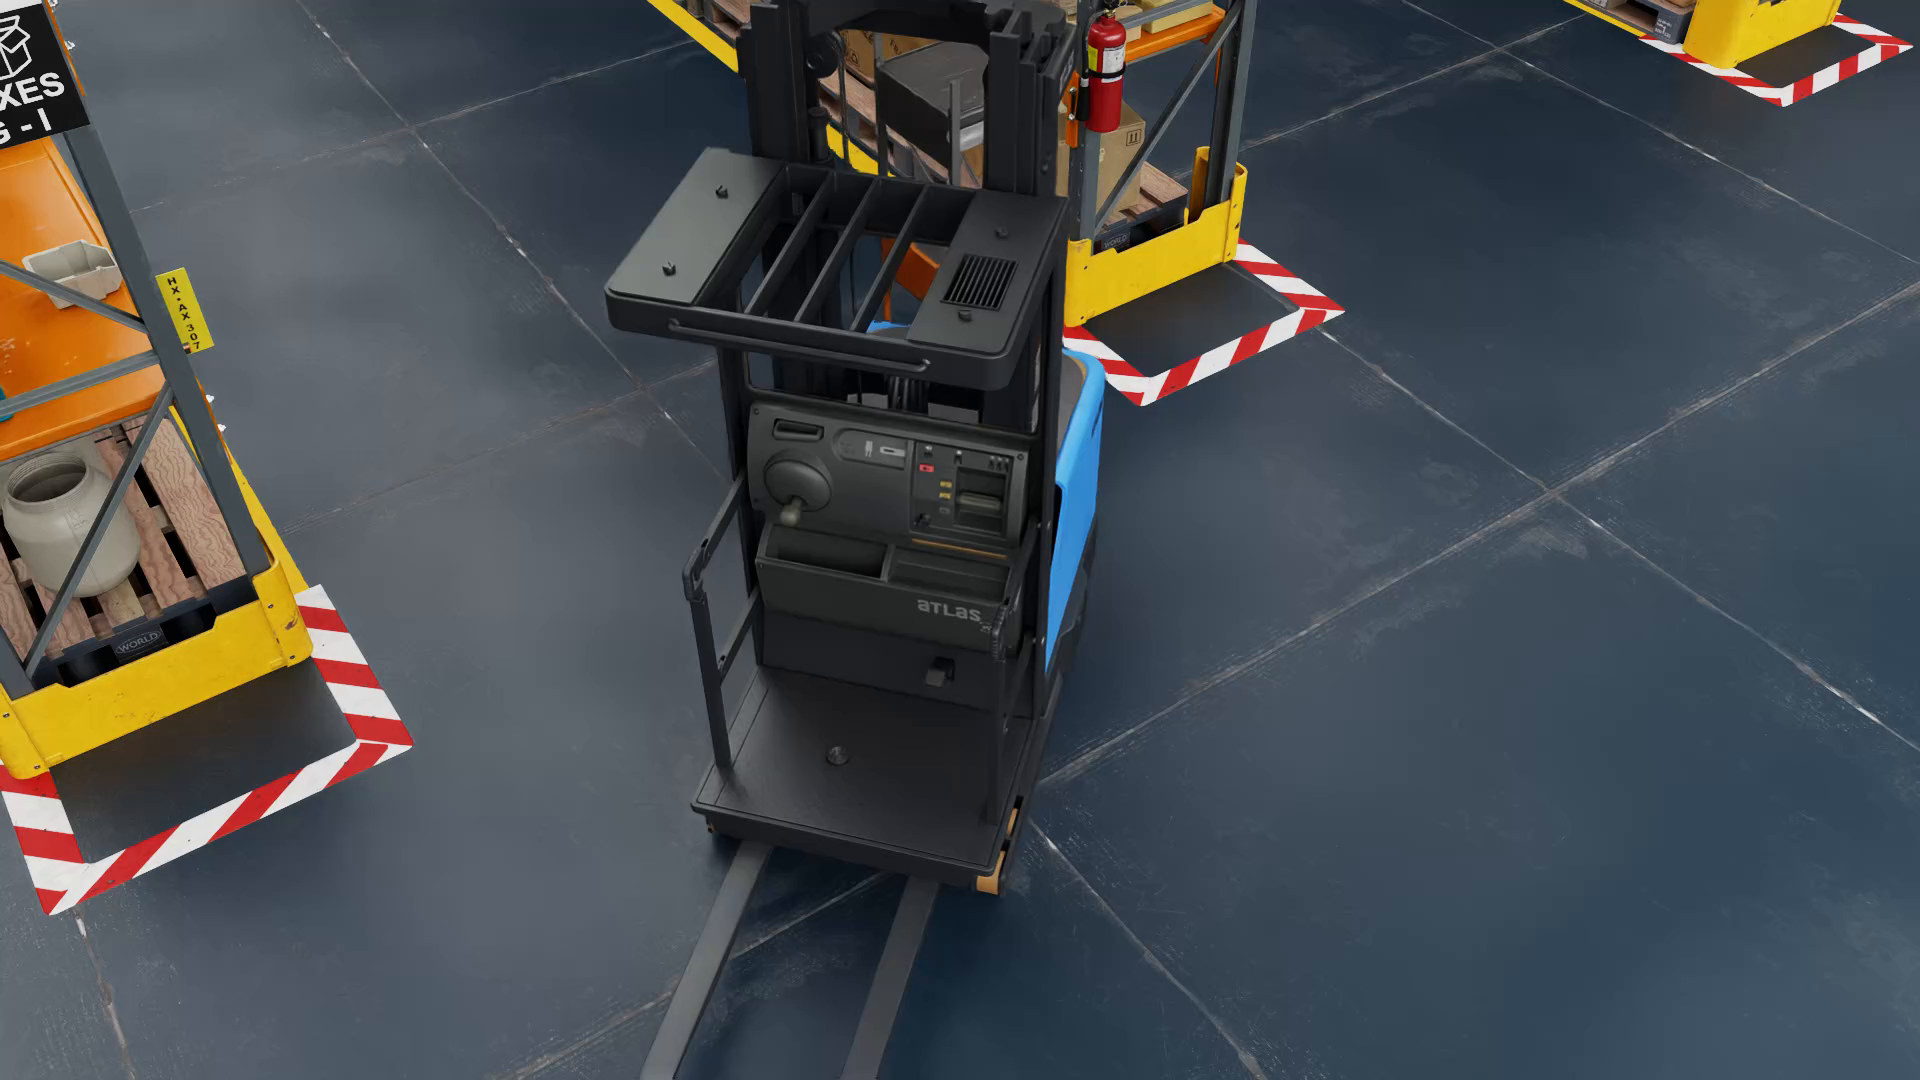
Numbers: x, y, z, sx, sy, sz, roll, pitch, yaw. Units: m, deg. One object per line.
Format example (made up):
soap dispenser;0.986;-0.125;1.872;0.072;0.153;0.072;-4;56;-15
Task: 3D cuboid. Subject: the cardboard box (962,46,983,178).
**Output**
cardboard box;0.245;-2.354;9.041;0.500;0.500;0.500;-14;45;-14

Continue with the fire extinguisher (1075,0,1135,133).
fire extinguisher;0.646;-2.146;7.373;0.296;0.674;0.183;-26;49;-24

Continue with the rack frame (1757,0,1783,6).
rack frame;5.084;-4.323;9.597;1.000;3.000;0.127;-26;49;-24

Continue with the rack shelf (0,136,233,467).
rack shelf;-4.248;-1.337;6.990;1.077;0.370;4.000;-26;49;-24

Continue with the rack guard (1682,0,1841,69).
rack guard;5.098;-3.405;10.446;1.175;0.500;0.348;-26;49;-24

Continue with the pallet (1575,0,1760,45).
pallet;4.563;-3.736;11.002;1.003;0.211;1.213;-26;49;-24

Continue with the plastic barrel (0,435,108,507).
plastic barrel;-3.830;-0.343;6.925;0.421;0.512;0.421;0;44;0

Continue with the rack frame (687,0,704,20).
rack frame;-1.330;-4.686;9.978;1.000;3.000;0.127;-26;49;-24

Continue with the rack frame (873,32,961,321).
rack frame;-0.161;-1.218;6.997;0.400;2.100;0.015;-27;50;-25

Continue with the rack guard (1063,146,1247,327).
rack guard;0.915;-1.560;8.513;1.175;0.500;0.348;-26;49;-24

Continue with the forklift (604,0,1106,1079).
forklift;-0.294;-0.105;5.228;1.130;2.935;3.031;10;45;11

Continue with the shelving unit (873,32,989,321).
shelving unit;-0.016;-1.083;6.855;0.431;2.100;0.503;-27;50;-25

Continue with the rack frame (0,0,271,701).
rack frame;-3.104;-0.464;5.555;1.000;3.000;0.127;-26;49;-24

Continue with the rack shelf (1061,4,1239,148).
rack shelf;-0.186;-3.293;9.039;1.077;0.370;4.000;-26;49;-24

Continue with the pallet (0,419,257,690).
pallet;-3.647;0.058;7.028;1.003;0.211;1.213;-26;49;-24

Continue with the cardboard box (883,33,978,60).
cardboard box;-0.098;-2.716;9.420;0.500;0.500;0.500;-21;48;-21

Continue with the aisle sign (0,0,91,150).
aisle sign;-2.823;-1.480;4.736;0.394;0.787;0.004;-26;49;-24

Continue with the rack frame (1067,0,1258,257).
rack frame;0.958;-2.421;7.605;1.000;3.000;0.127;-26;49;-24

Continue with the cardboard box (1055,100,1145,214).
cardboard box;0.615;-2.029;8.700;0.500;0.500;0.500;-17;46;-17

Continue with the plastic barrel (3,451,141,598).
plastic barrel;-3.543;-0.059;6.628;0.421;0.512;0.421;0;44;0

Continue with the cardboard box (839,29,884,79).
cardboard box;-0.381;-3.050;9.769;0.500;0.500;0.500;-30;51;-28

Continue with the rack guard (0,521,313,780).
rack guard;-3.186;0.415;6.444;1.175;0.500;0.348;-26;49;-24

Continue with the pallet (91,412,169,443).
pallet;-4.340;-0.633;7.751;1.003;0.211;1.213;-26;49;-24

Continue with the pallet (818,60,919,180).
pallet;-0.215;-2.620;9.832;1.003;0.211;1.213;-26;49;-24

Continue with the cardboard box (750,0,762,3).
cardboard box;-1.134;-3.692;10.442;0.500;0.500;0.500;-27;50;-26

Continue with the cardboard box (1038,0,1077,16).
cardboard box;0.666;-2.887;7.805;0.875;0.500;0.500;-26;49;-24

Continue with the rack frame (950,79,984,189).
rack frame;0.129;-0.947;6.713;0.400;2.100;0.015;-27;50;-25

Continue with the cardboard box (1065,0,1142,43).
cardboard box;0.626;-2.410;7.775;0.380;0.149;0.250;-26;49;-24

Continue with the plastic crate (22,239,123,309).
plastic crate;-3.352;-1.003;6.310;0.298;0.136;0.250;-26;49;-24

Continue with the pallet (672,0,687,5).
pallet;-1.777;-4.118;11.402;1.003;0.211;1.213;-26;49;-24

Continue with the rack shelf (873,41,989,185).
rack shelf;-0.016;-1.579;6.381;0.431;0.518;0.480;-27;50;-25

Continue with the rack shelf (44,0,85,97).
rack shelf;-4.248;-2.422;5.954;1.077;0.370;4.000;-26;49;-24

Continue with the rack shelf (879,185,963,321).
rack shelf;-0.016;-1.073;6.864;0.431;0.518;0.480;-27;50;-25

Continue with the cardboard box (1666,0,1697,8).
cardboard box;4.642;-4.064;10.561;0.875;0.875;0.875;-25;49;-24

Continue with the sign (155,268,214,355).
sign;-2.650;-0.779;5.684;0.100;0.325;0.005;-26;49;-24

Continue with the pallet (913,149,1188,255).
pallet;0.479;-1.929;9.109;1.003;0.211;1.213;-26;49;-24

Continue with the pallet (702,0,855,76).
pallet;-0.917;-3.311;10.557;1.003;0.211;1.213;-26;49;-24

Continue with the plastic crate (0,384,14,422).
plastic crate;-3.636;-0.576;5.779;0.499;0.251;0.616;-26;49;-24

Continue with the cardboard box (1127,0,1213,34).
cardboard box;0.991;-2.586;7.959;0.380;0.149;0.250;-26;49;-24
